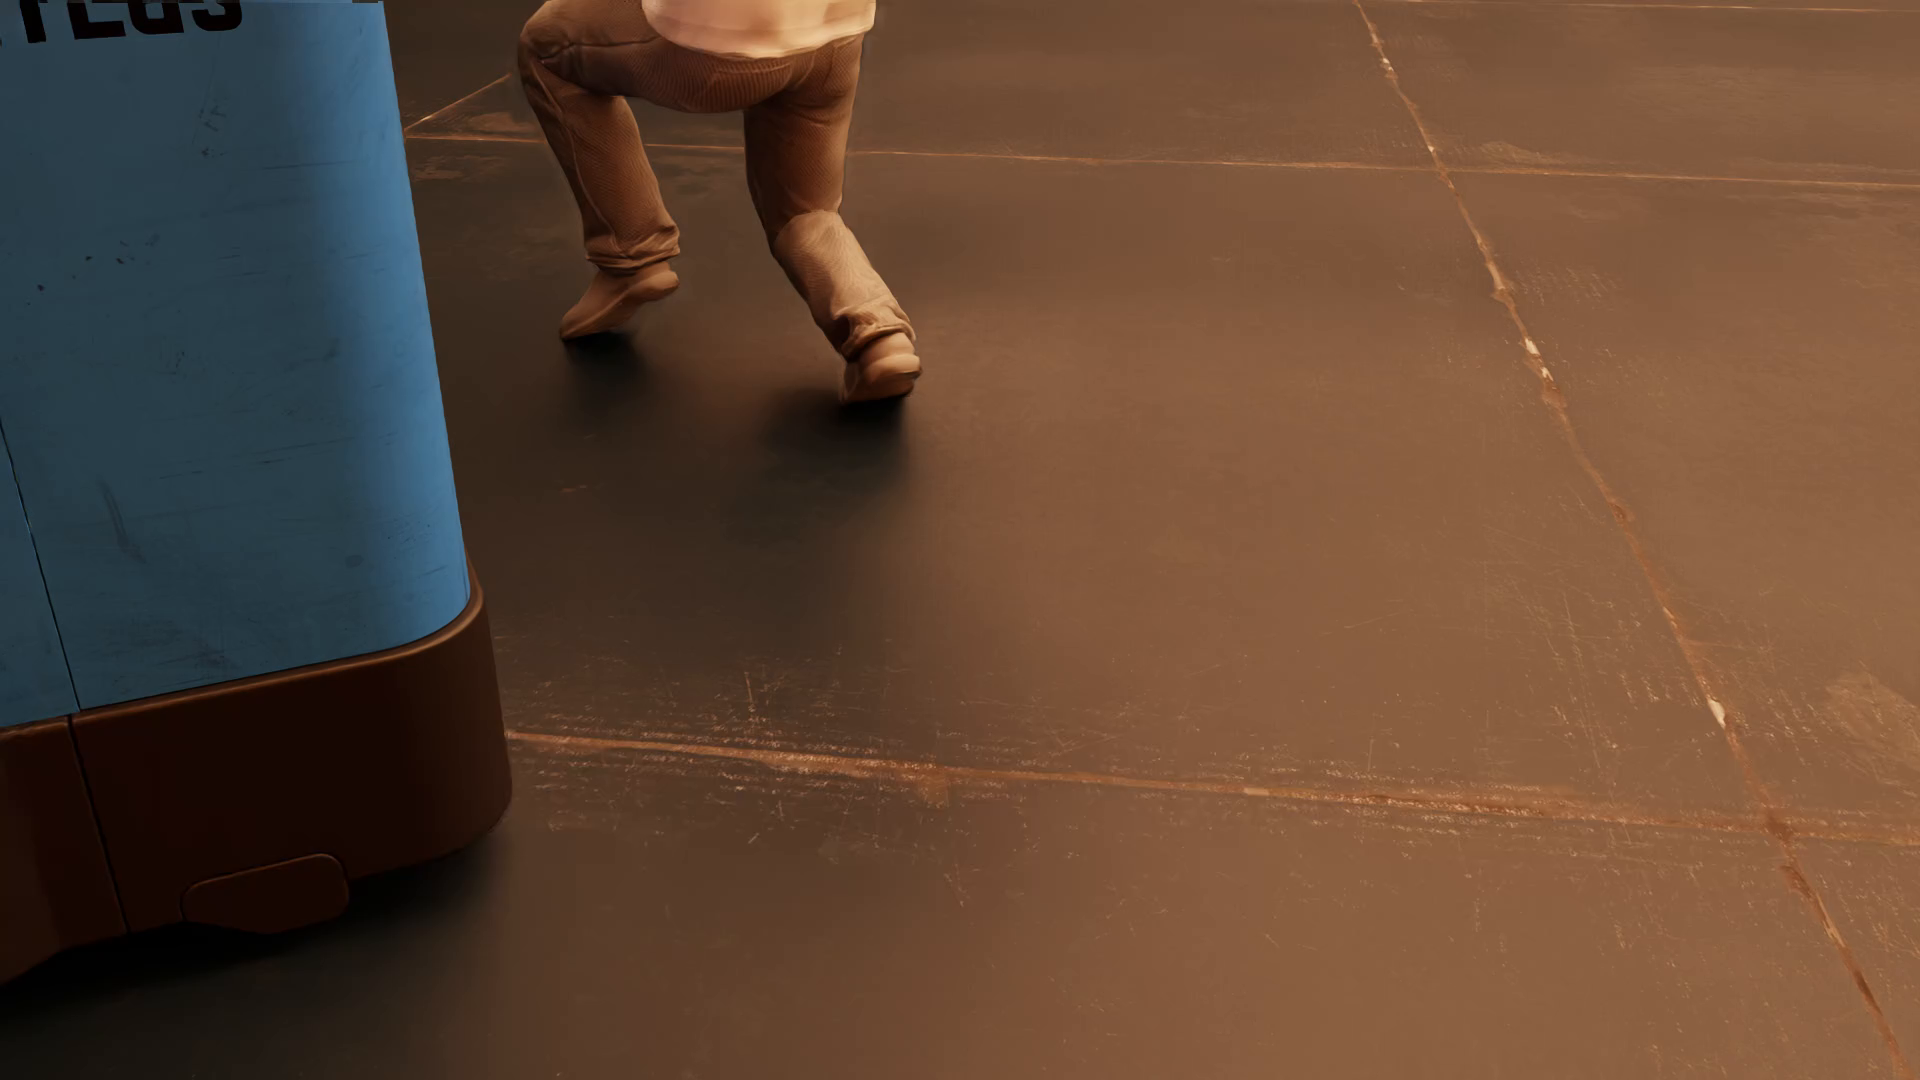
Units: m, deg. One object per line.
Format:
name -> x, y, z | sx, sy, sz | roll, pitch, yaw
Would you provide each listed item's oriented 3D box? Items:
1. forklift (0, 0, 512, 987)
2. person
forklift -> -2.042, -0.877, 0.974 | 3.031, 2.935, 1.130 | -11, 29, -21
person -> -0.556, -0.878, 2.640 | 0.918, 1.477, 1.012 | 18, 32, 32
